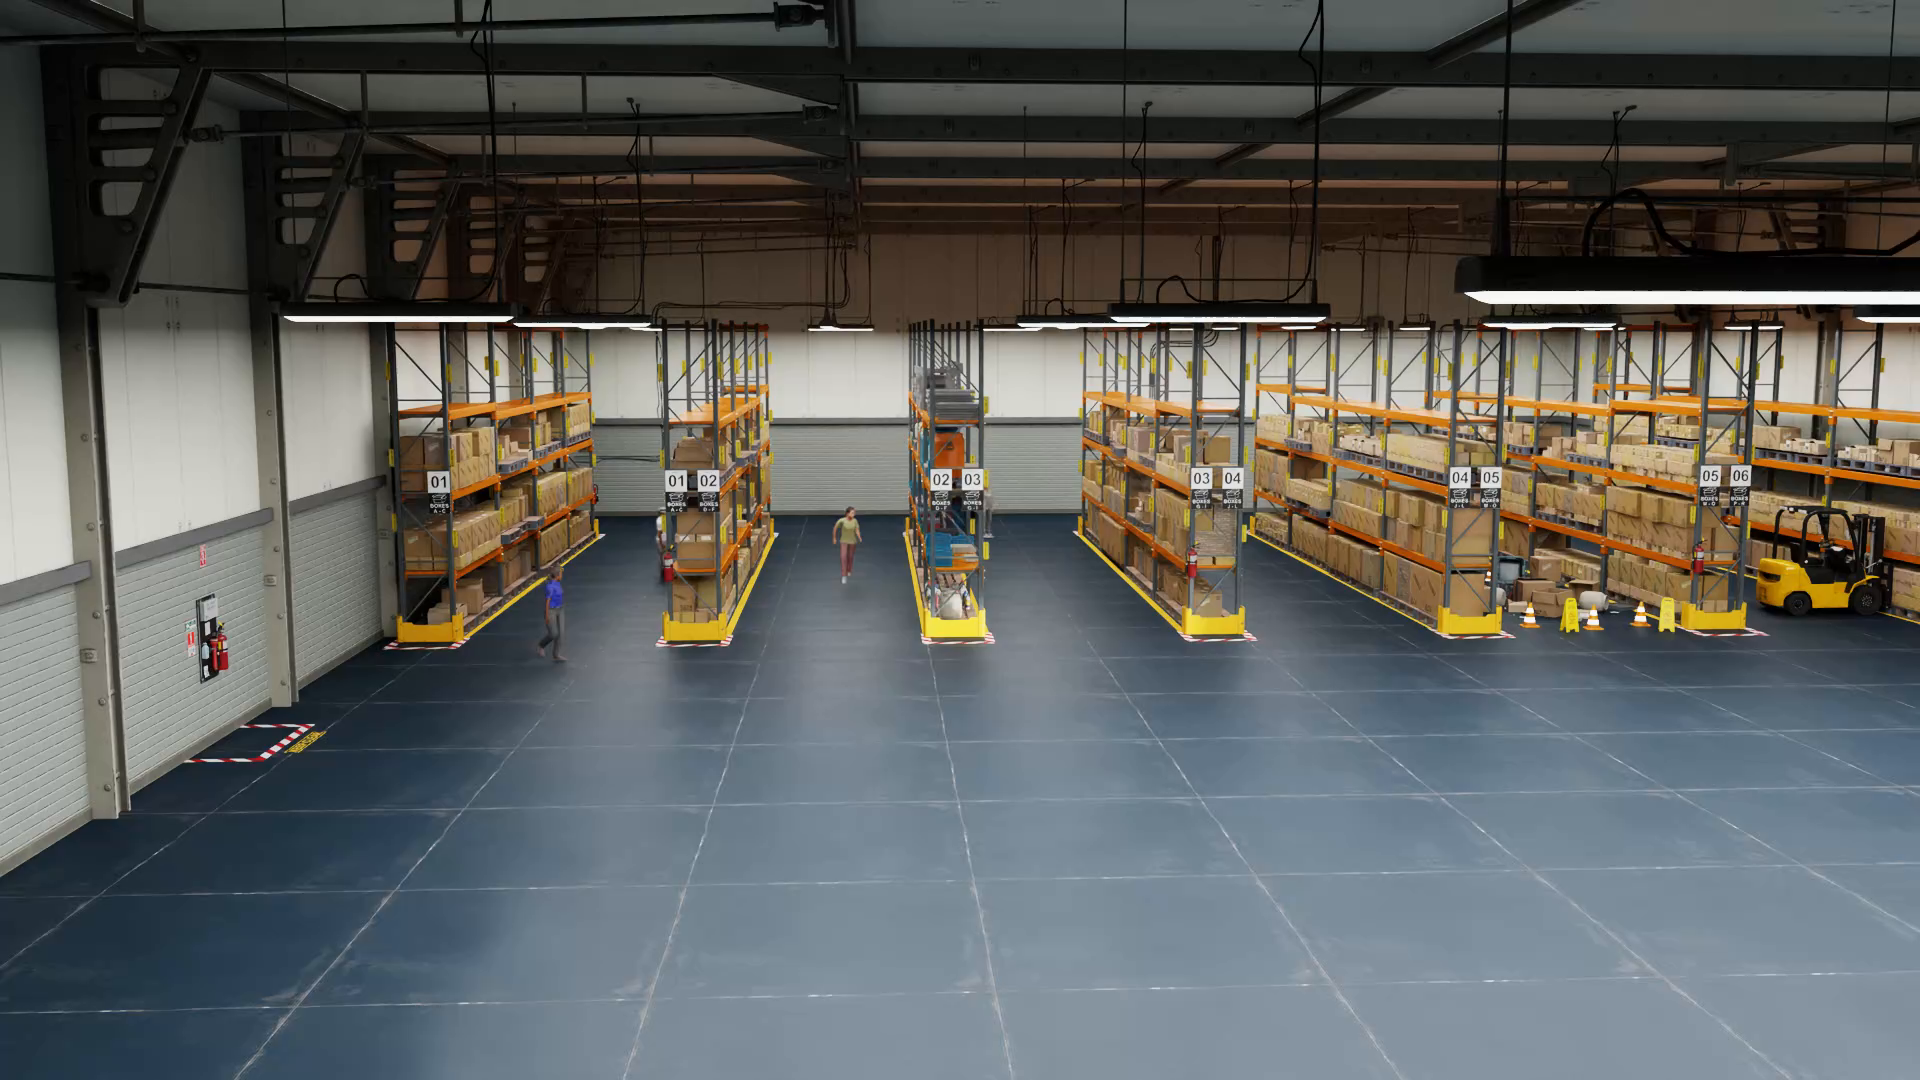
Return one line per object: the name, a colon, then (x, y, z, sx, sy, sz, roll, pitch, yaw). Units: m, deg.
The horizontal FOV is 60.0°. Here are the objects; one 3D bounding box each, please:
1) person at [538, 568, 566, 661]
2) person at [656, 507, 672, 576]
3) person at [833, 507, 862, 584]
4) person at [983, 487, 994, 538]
person: (-7.174, 1.307, 29.202, 0.521, 1.628, 0.483, 5, 9, 35)
person: (-6.956, 0.055, 39.222, 0.412, 1.660, 0.551, -1, 7, -7)
person: (-2.502, 0.080, 36.912, 0.638, 1.659, 0.954, 0, 7, -4)
person: (0.764, -0.853, 46.966, 0.382, 1.618, 0.535, 6, 10, 42)
